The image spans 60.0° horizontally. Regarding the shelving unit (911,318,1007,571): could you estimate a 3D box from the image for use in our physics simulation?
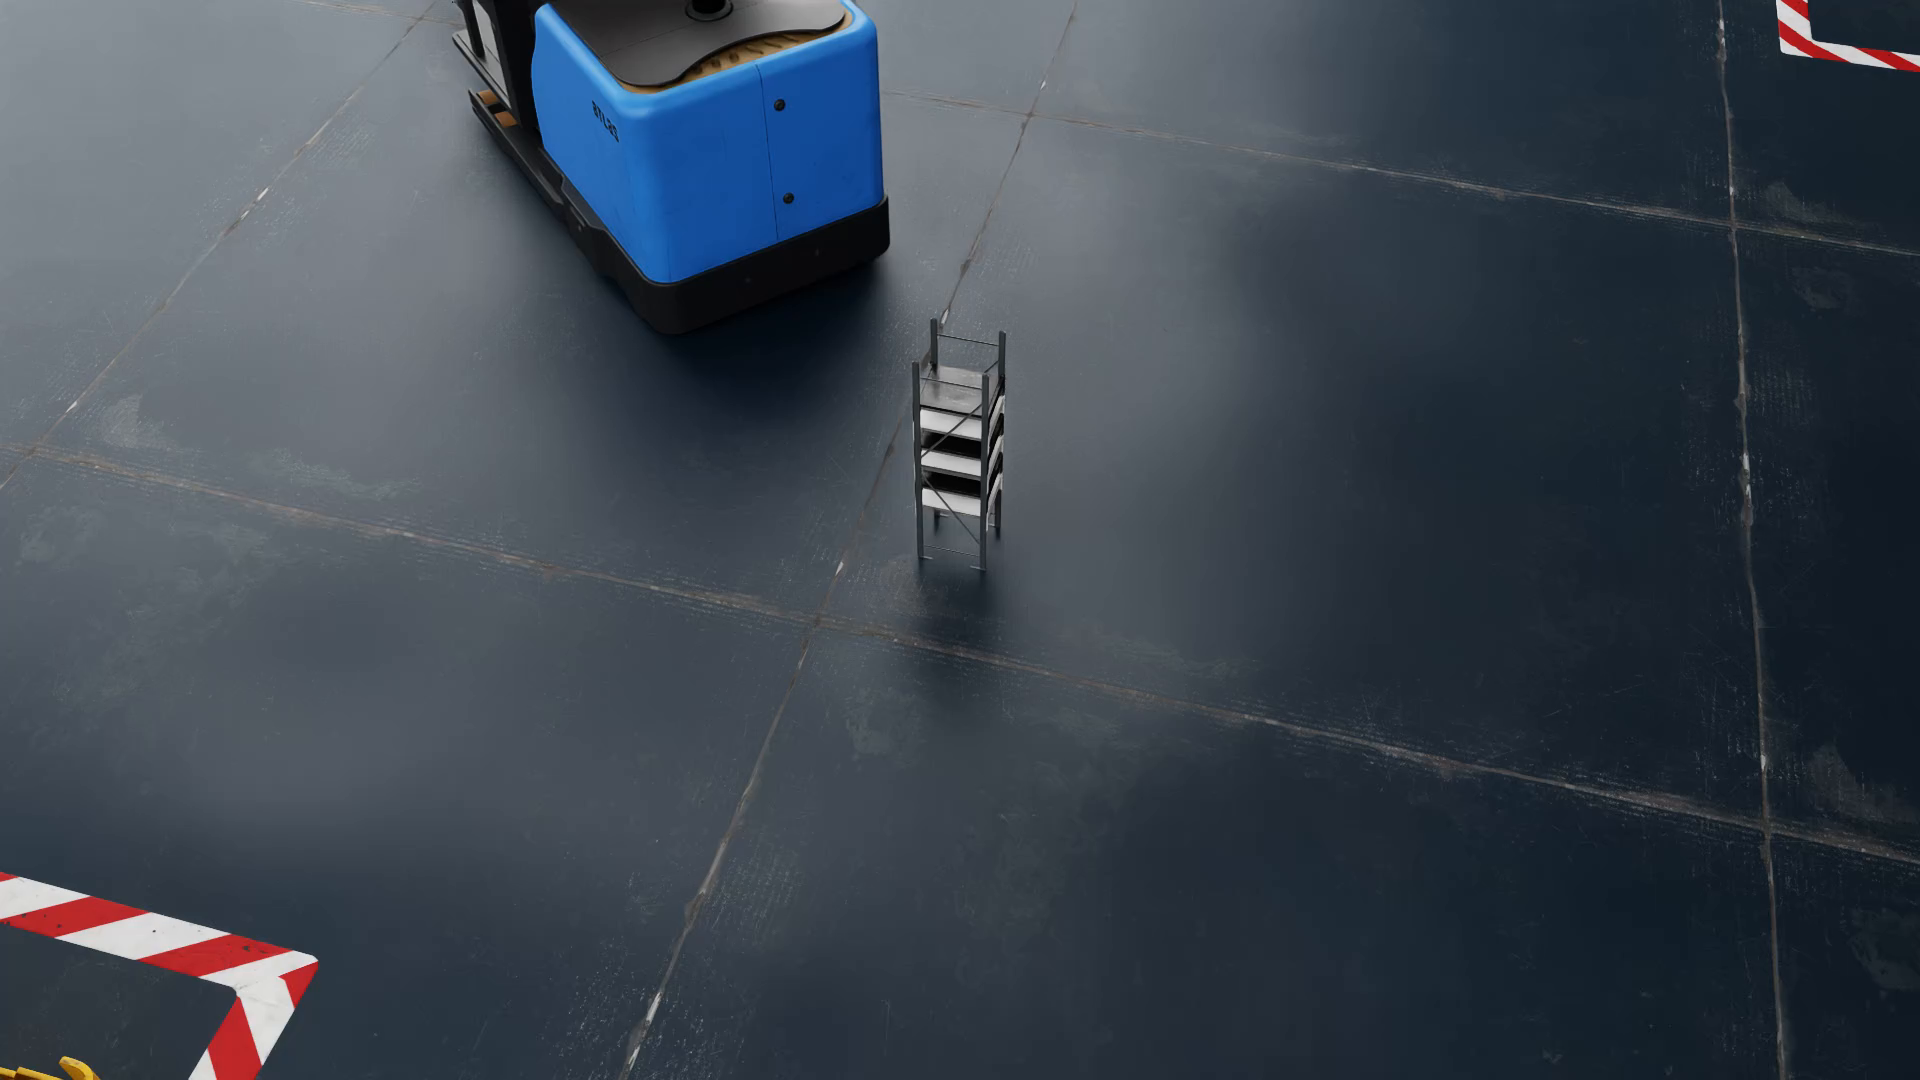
[{"bbox_3d":[-0.002,-0.292,5.407,0.258,0.900,0.210,12,50,10],"label":"shelving unit"}]

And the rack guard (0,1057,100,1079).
[{"bbox_3d":[-2.651,1.437,4.149,1.175,0.500,0.348,12,50,10],"label":"rack guard"}]

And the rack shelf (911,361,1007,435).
[{"bbox_3d":[-0.002,-0.449,5.230,0.258,0.077,0.200,12,50,10],"label":"rack shelf"}]

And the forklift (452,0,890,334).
[{"bbox_3d":[-1.496,-2.844,6.306,1.130,2.935,3.031,-25,53,-21],"label":"forklift"}]

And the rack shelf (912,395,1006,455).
[{"bbox_3d":[-0.002,-0.389,5.297,0.258,0.077,0.200,12,50,10],"label":"rack shelf"}]

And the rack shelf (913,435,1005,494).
[{"bbox_3d":[-0.002,-0.270,5.432,0.258,0.077,0.200,12,50,10],"label":"rack shelf"}]

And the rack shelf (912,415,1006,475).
[{"bbox_3d":[-0.002,-0.329,5.365,0.258,0.077,0.200,12,50,10],"label":"rack shelf"}]

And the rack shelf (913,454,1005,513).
[{"bbox_3d":[-0.002,-0.210,5.500,0.258,0.077,0.200,12,50,10],"label":"rack shelf"}]

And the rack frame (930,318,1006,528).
[{"bbox_3d":[0.025,-0.365,5.472,0.240,0.900,0.006,12,50,10],"label":"rack frame"}]

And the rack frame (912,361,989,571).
[{"bbox_3d":[-0.029,-0.218,5.343,0.240,0.900,0.006,12,50,10],"label":"rack frame"}]

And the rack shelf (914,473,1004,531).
[{"bbox_3d":[-0.002,-0.151,5.567,0.258,0.077,0.200,12,50,10],"label":"rack shelf"}]
